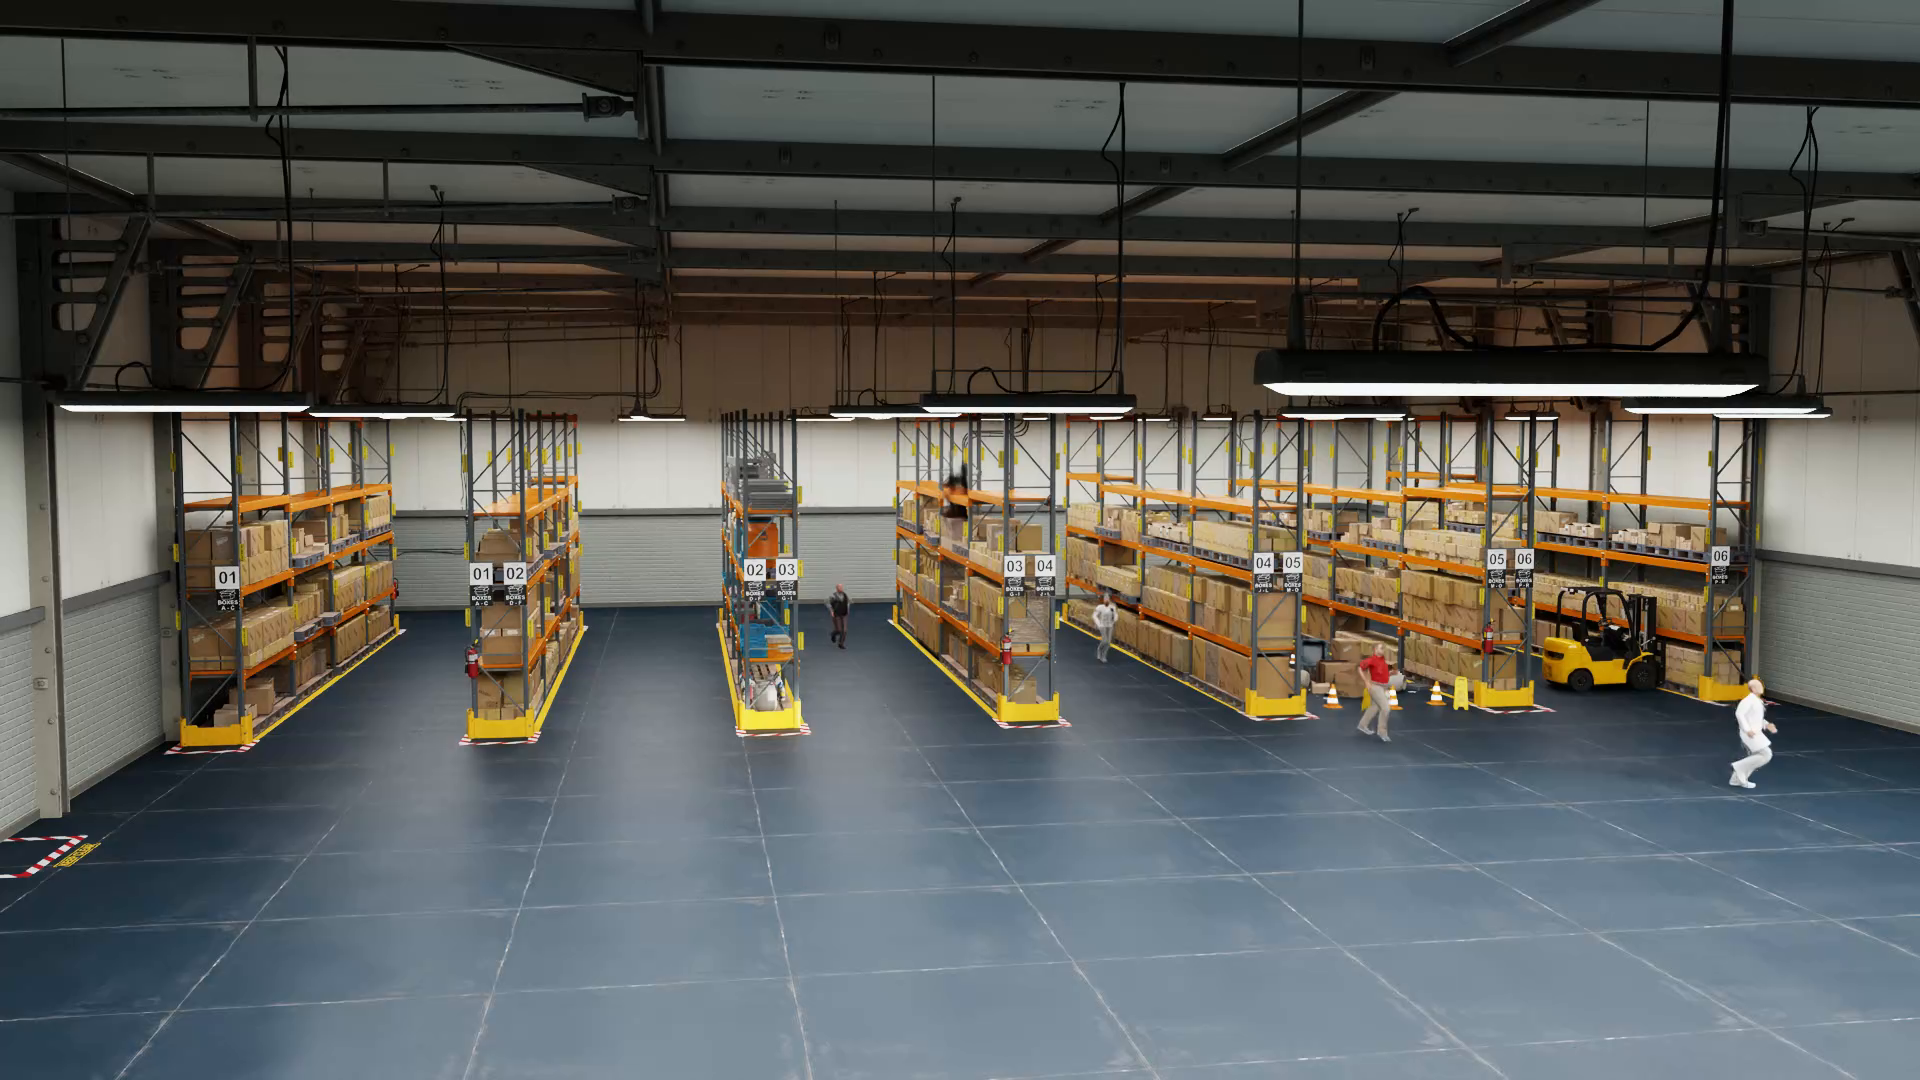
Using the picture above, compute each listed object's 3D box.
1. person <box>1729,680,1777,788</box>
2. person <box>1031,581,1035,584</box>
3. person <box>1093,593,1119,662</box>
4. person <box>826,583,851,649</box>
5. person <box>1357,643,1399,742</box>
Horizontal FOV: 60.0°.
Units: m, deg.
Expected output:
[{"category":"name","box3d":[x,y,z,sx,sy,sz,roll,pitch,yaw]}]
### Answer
[{"category":"person","box3d":[12.463,3.088,26.123,0.653,1.630,0.660,2,5,31]},{"category":"person","box3d":[2.283,1.643,45.771,0.633,1.839,0.777,-1,4,-9]},{"category":"person","box3d":[3.534,2.106,39.919,0.598,1.666,0.542,-1,4,-11]},{"category":"person","box3d":[-3.072,1.933,42.429,0.659,1.680,0.586,-2,4,-26]},{"category":"person","box3d":[7.587,2.763,30.220,0.787,1.804,0.636,3,5,34]}]
